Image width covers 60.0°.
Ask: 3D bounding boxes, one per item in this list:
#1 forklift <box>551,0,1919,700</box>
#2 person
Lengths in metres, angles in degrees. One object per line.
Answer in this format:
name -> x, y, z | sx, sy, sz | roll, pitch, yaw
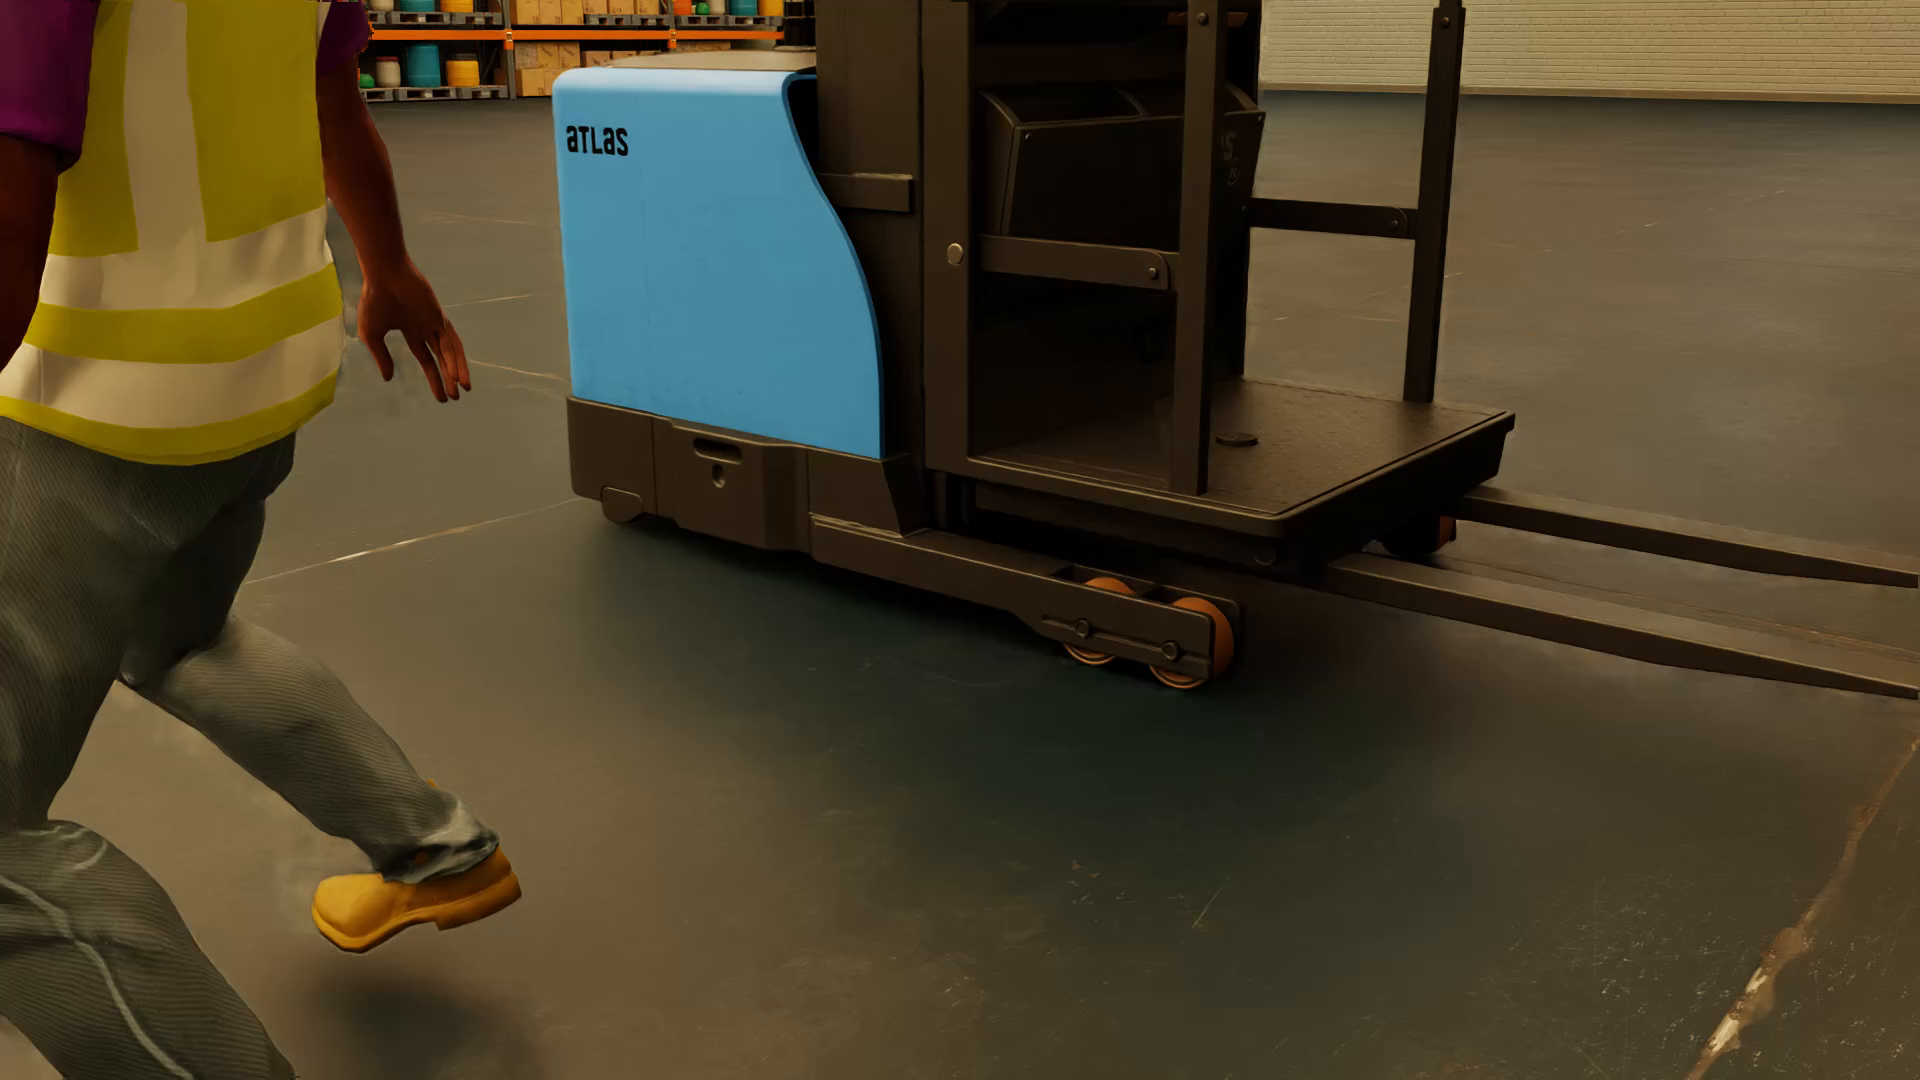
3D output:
forklift -> 0.509, -1.303, 3.189 | 3.031, 2.935, 1.130 | 13, 21, 37
person -> -0.807, -0.184, 1.680 | 0.493, 1.679, 0.947 | 2, 17, 6
